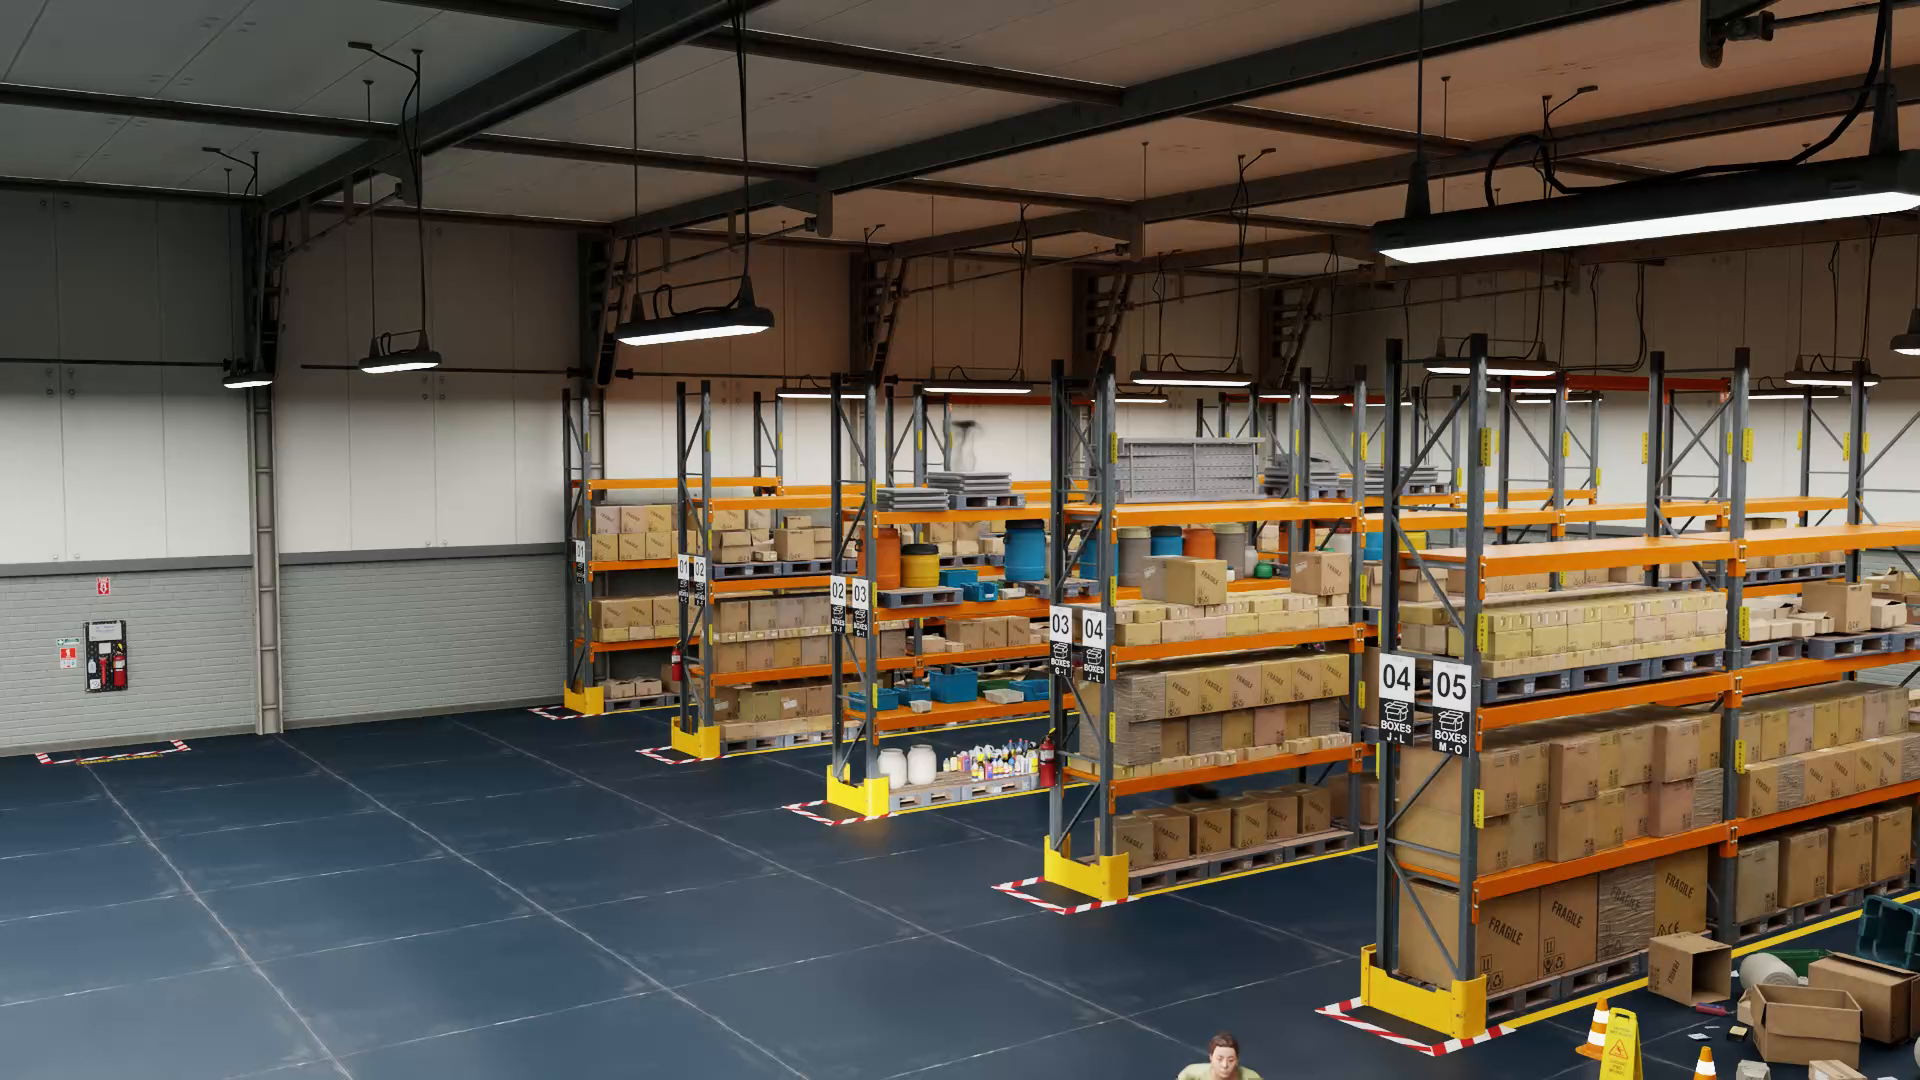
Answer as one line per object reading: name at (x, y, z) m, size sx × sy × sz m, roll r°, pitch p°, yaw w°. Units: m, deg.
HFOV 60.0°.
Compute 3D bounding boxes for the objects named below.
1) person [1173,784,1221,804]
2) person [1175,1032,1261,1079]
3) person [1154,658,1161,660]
person at (3.123, 2.890, 21.978) m, size 0.755 × 1.773 × 0.730 m, roll -2°, pitch 4°, yaw -26°
person at (1.595, 3.733, 10.149) m, size 0.572 × 1.597 × 0.689 m, roll 0°, pitch 4°, yaw 5°
person at (3.683, 2.400, 30.009) m, size 0.629 × 1.697 × 0.649 m, roll -3°, pitch 5°, yaw -42°
